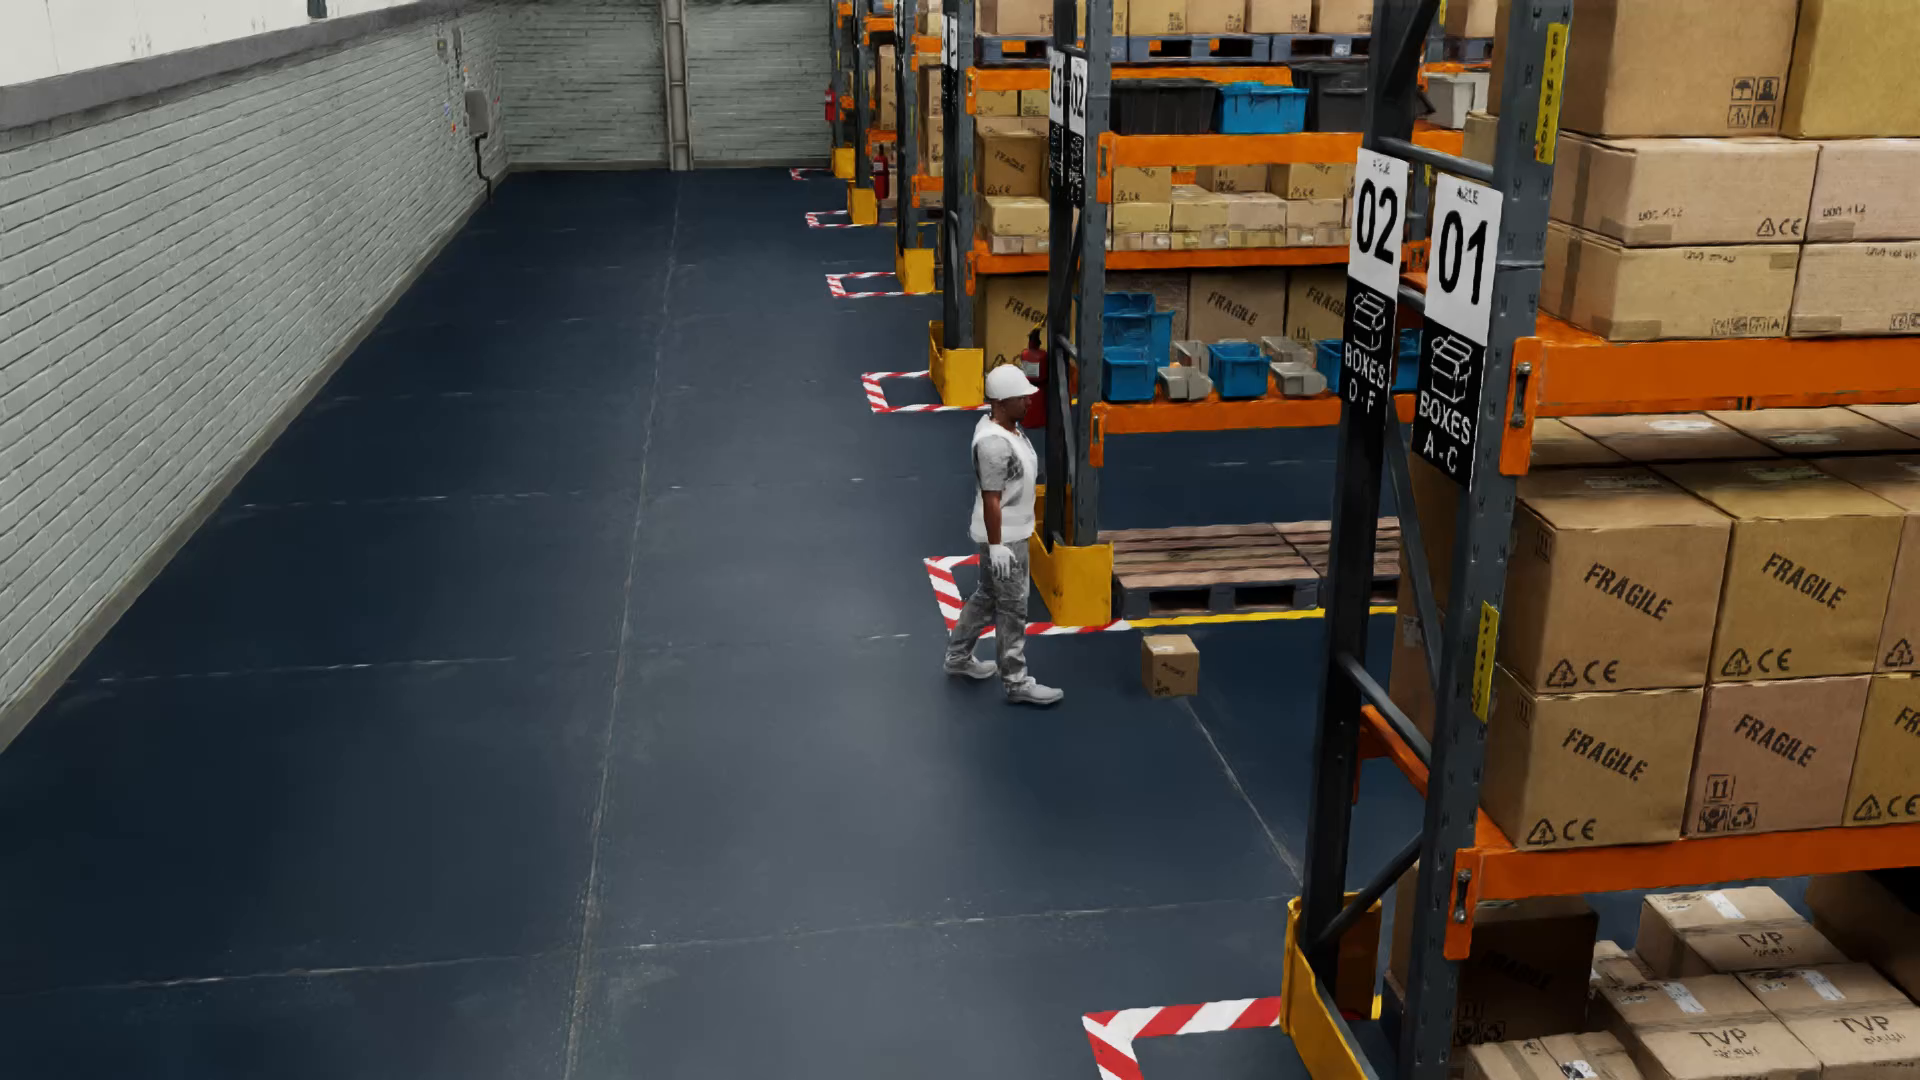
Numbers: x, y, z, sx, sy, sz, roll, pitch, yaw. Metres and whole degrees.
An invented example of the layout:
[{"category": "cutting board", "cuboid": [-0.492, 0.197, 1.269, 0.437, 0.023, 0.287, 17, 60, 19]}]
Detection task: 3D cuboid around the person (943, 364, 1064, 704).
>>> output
[{"category": "person", "cuboid": [0.229, -0.034, 8.604, 0.654, 1.790, 0.566, 1, 20, 3]}]
